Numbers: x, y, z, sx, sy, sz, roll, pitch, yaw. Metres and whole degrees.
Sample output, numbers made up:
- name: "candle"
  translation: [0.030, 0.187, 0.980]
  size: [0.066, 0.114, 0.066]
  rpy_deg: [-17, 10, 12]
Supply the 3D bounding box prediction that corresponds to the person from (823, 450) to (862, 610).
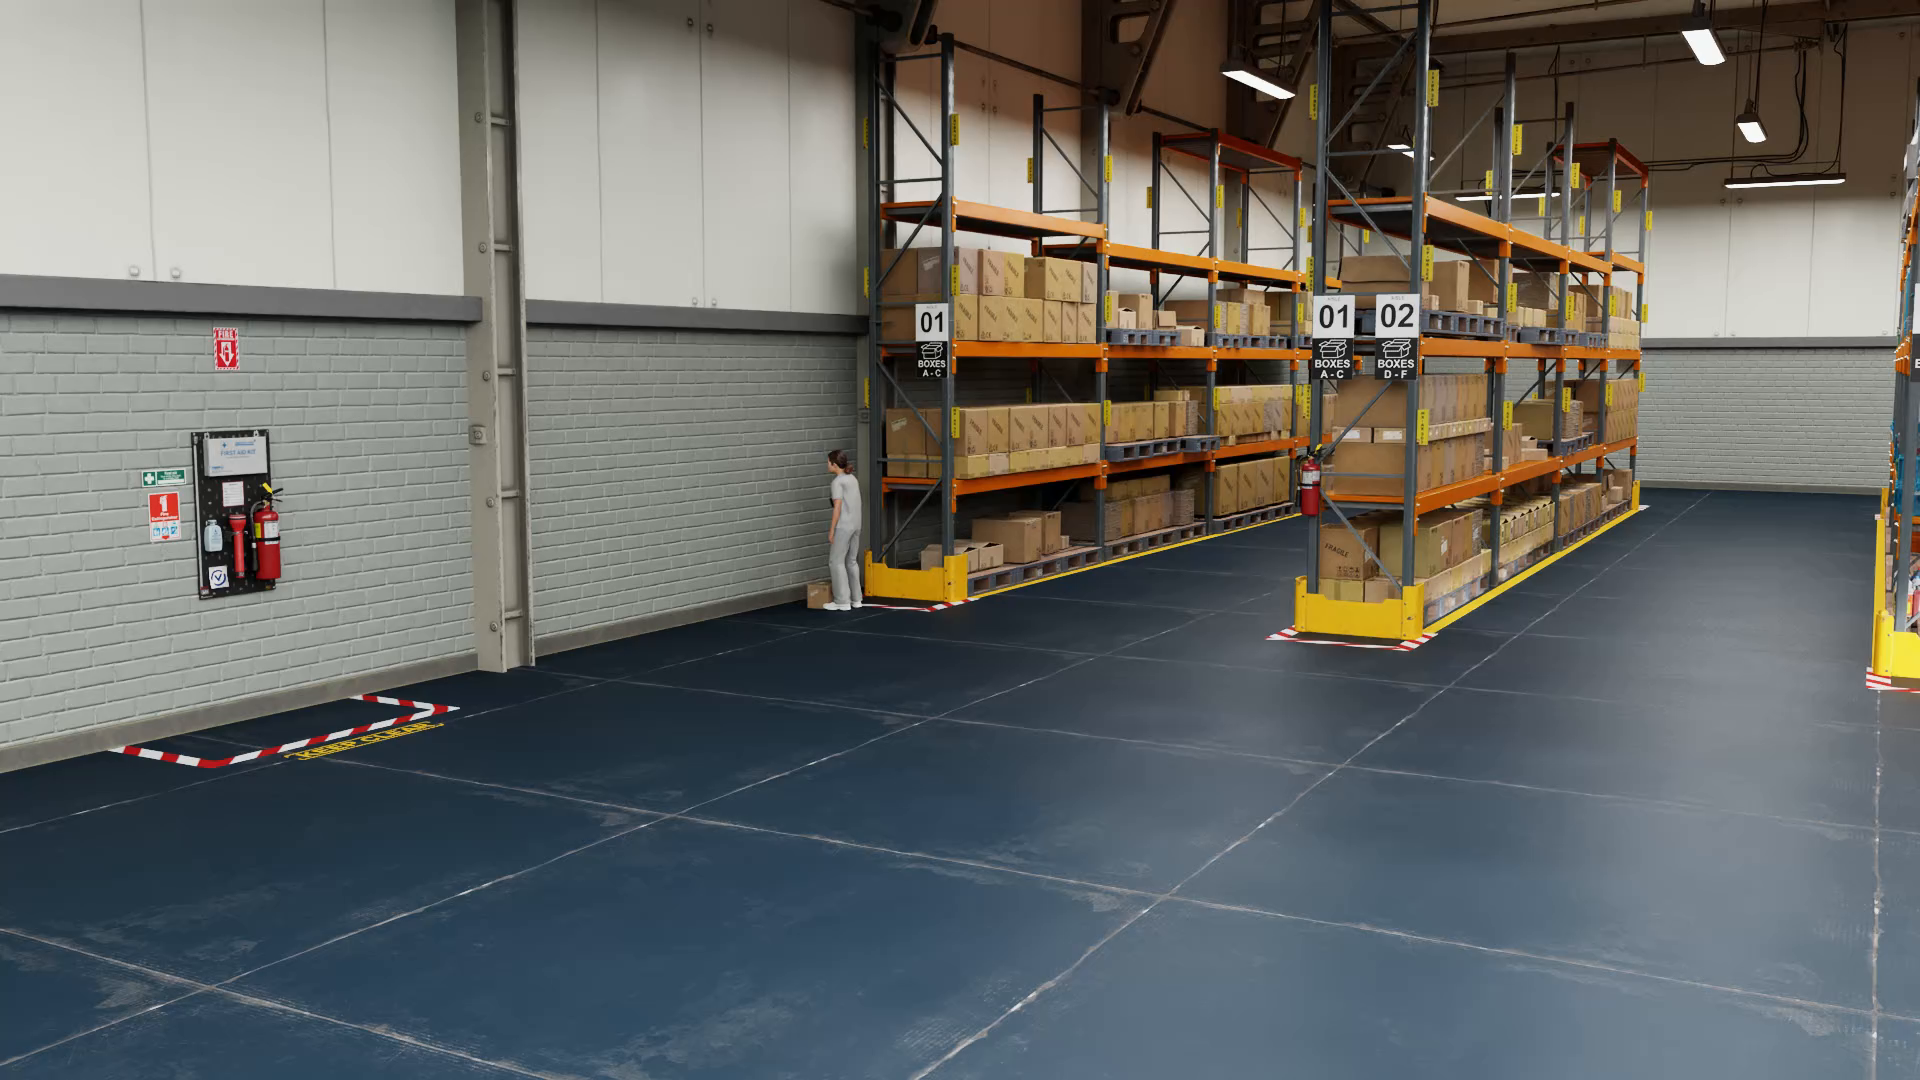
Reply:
- name: "person"
  translation: [-1.219, -0.109, 17.371]
  size: [0.363, 1.672, 0.514]
  rpy_deg: [3, 7, 25]
